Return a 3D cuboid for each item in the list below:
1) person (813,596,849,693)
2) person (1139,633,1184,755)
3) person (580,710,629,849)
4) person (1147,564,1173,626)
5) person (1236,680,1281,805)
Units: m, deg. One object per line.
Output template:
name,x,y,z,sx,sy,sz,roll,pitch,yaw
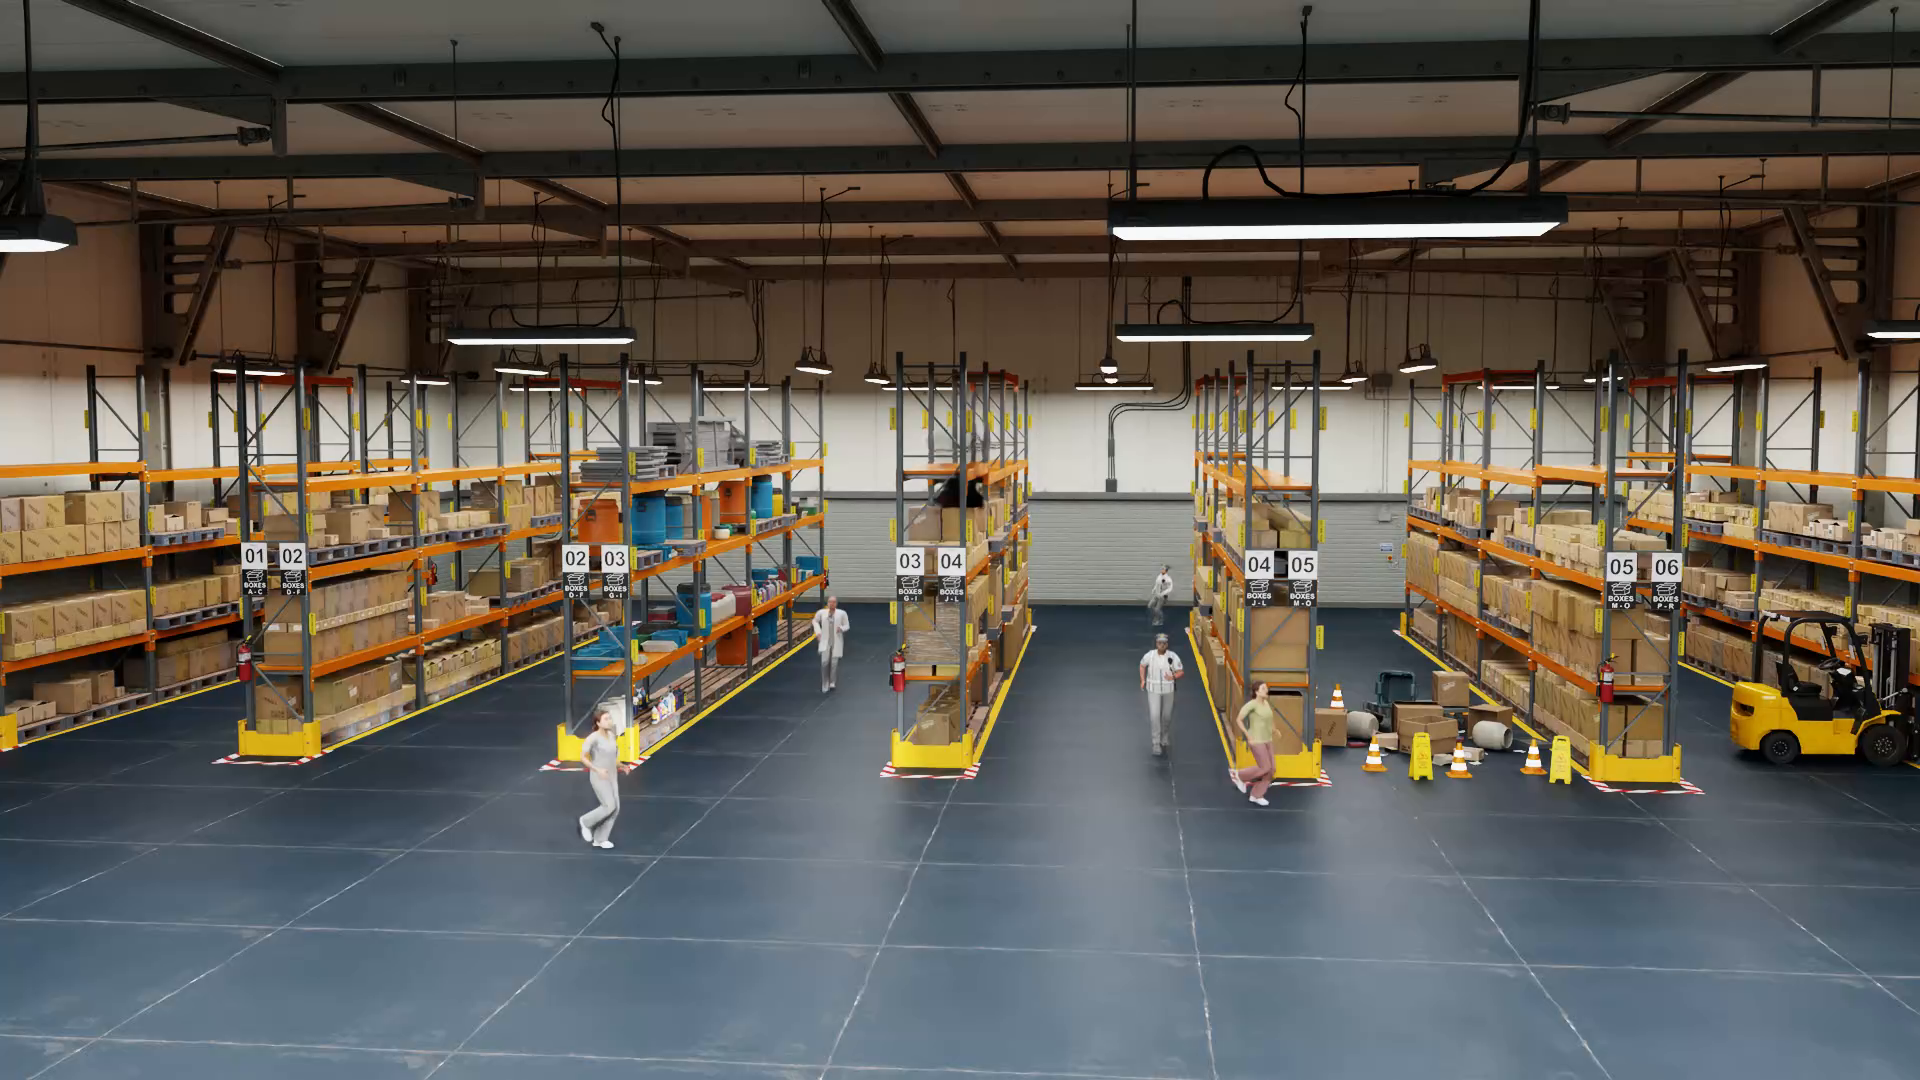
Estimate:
person,-2.385,1.942,30.784,0.679,1.810,0.767,0,4,-5
person,3.063,2.299,25.294,0.662,1.790,0.912,0,4,3
person,-4.190,2.801,19.526,0.554,1.623,0.546,2,5,28
person,4.871,1.336,40.539,0.498,1.562,0.760,-2,5,-26
person,3.920,2.648,21.856,0.599,1.624,0.561,-3,5,-40
